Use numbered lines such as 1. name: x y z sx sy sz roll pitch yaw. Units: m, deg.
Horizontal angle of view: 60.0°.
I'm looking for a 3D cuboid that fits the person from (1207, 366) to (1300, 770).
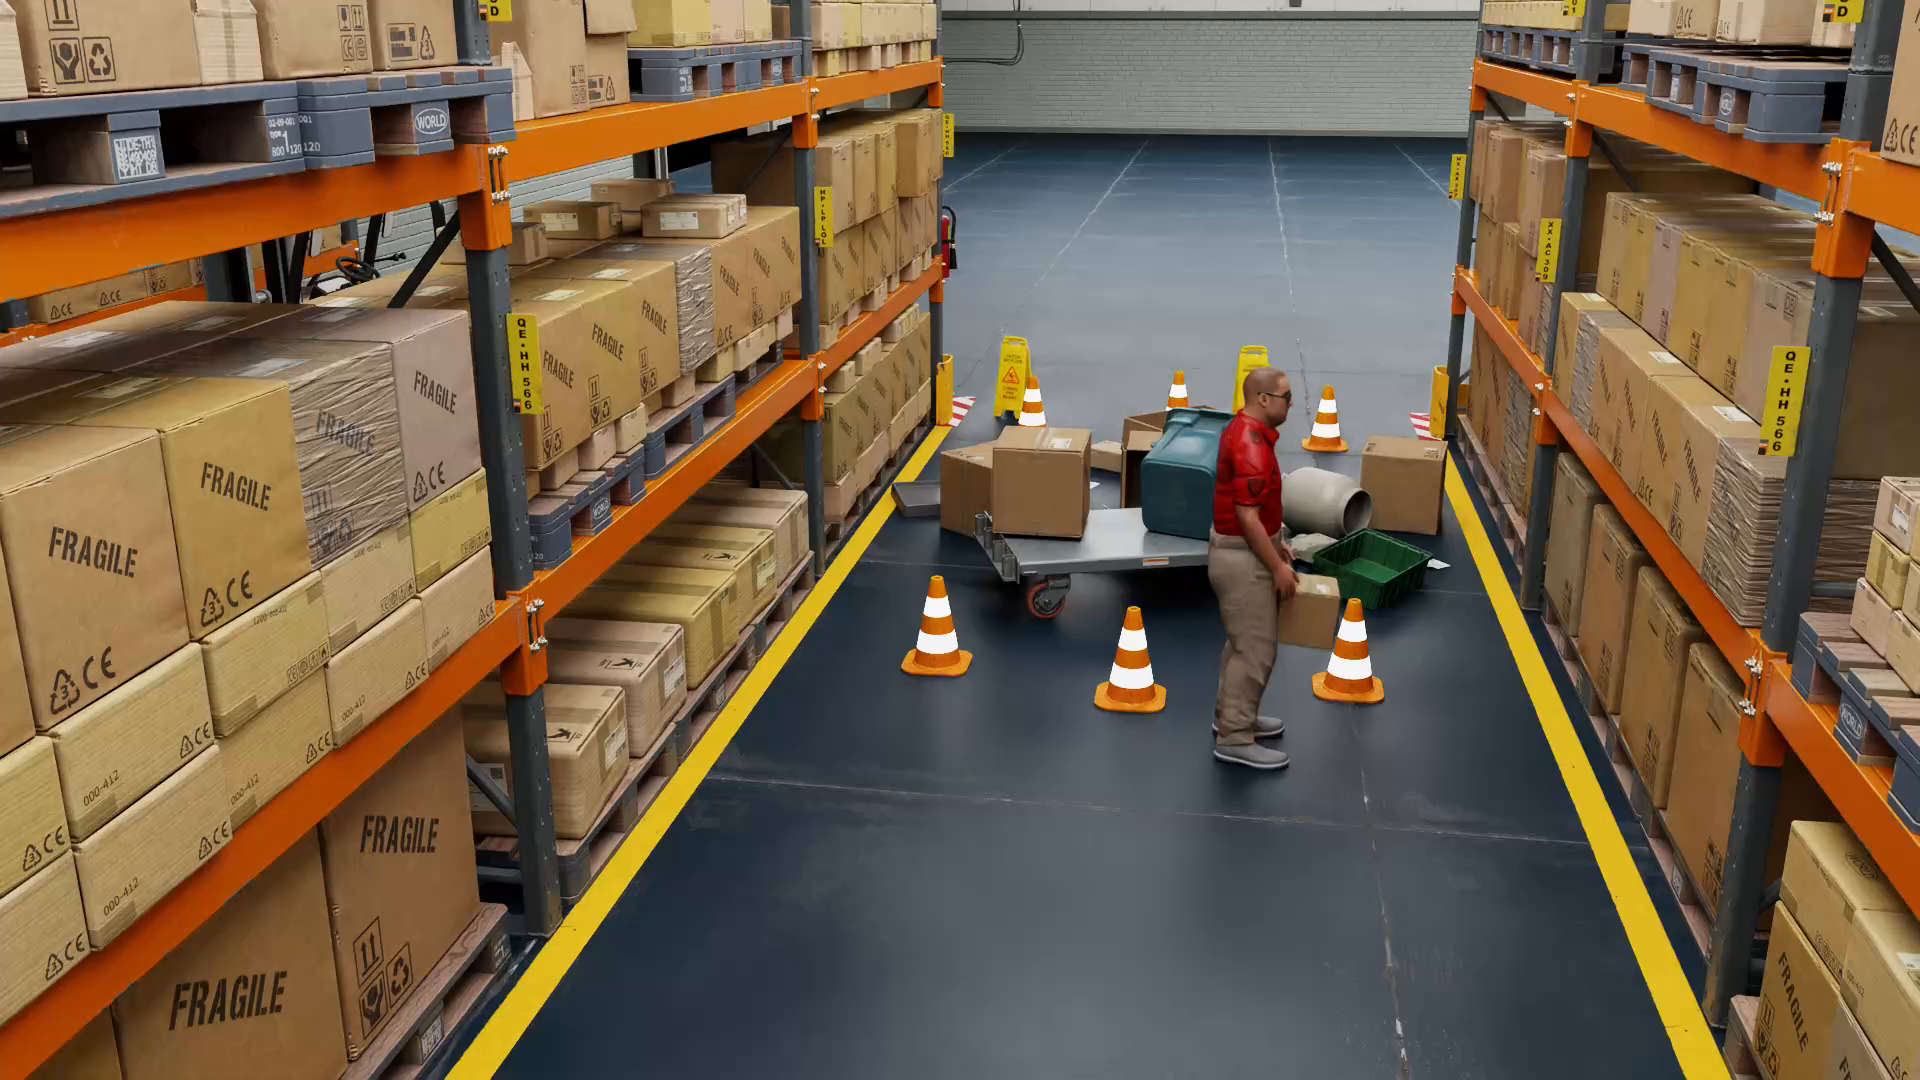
1. person: 1.280 0.097 7.261 0.393 1.732 0.551 2 18 8
